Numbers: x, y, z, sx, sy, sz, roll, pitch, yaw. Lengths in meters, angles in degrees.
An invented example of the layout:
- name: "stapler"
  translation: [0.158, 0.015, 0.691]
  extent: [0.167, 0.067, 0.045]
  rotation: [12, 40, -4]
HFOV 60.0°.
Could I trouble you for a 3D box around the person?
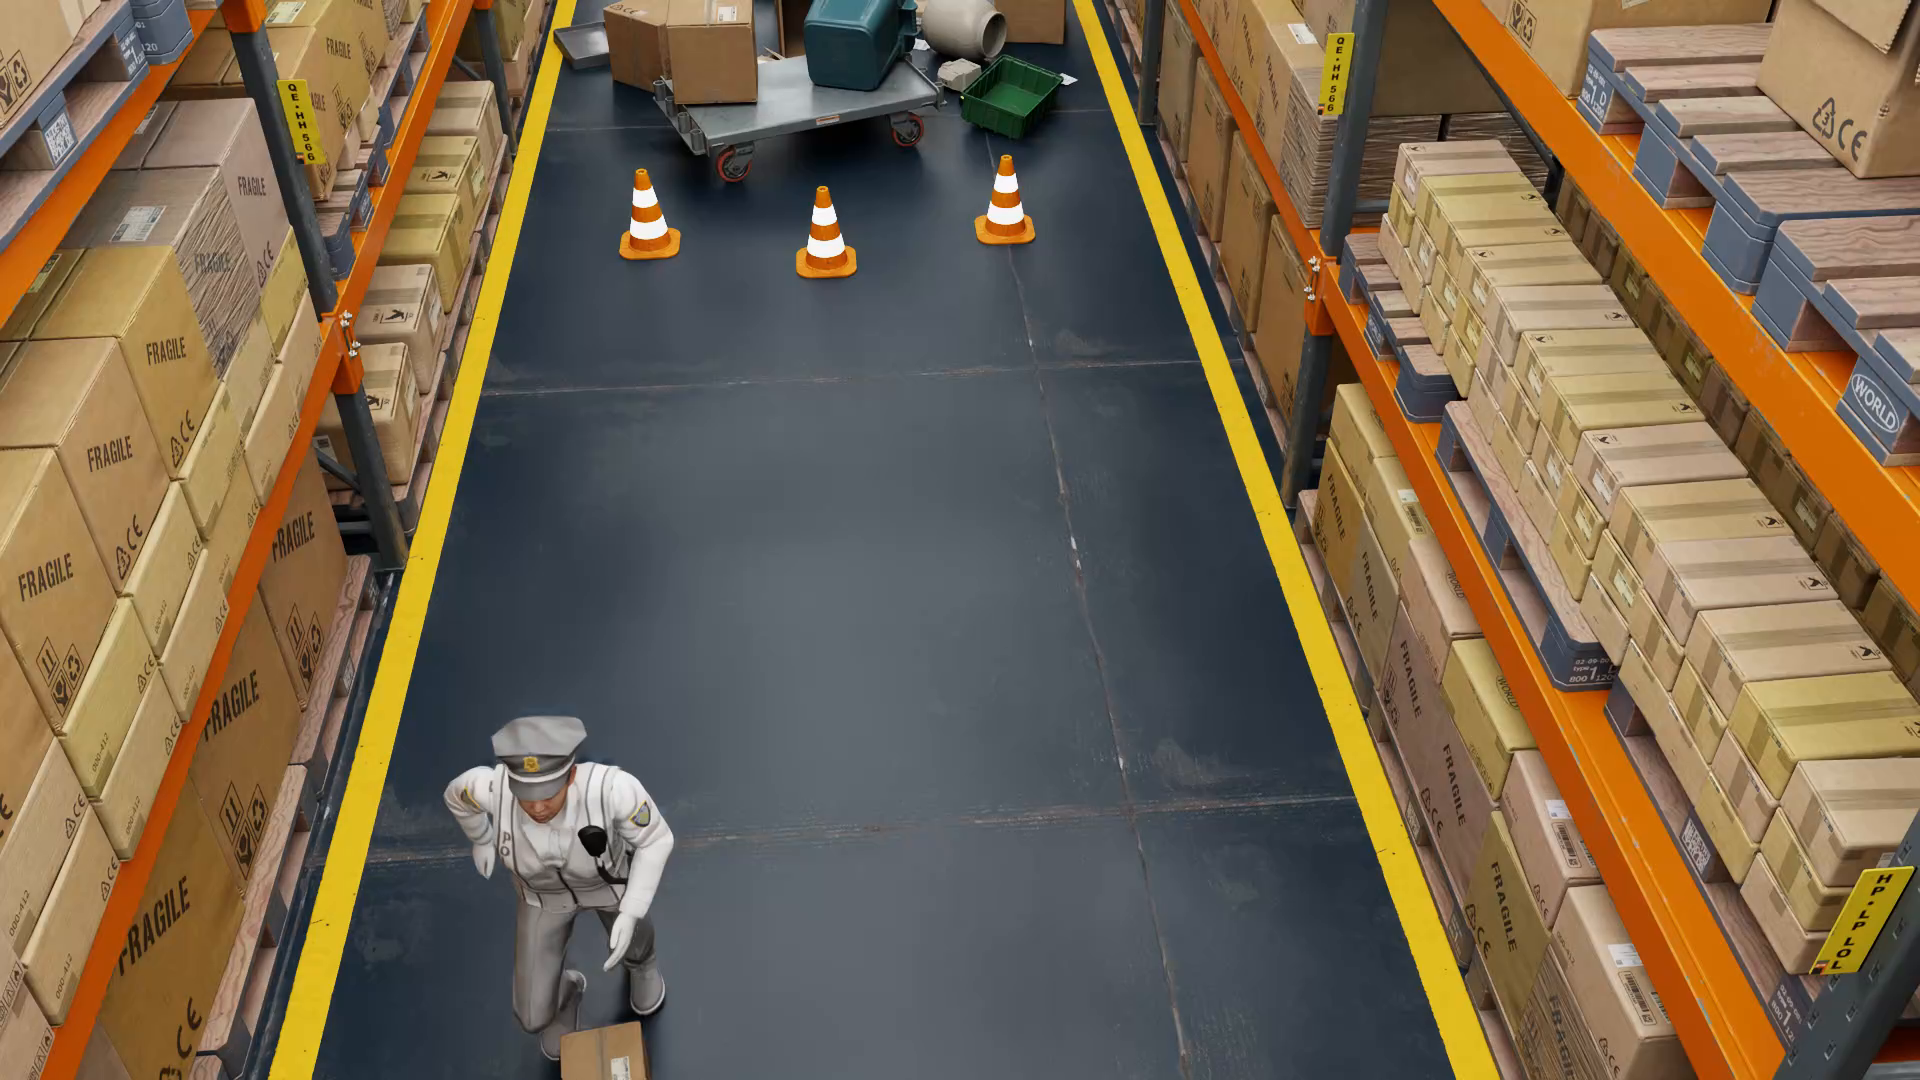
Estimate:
- name: "person"
  translation: [-1.149, 1.034, 4.933]
  extent: [0.639, 1.602, 0.739]
  rotation: [-6, 40, -8]
